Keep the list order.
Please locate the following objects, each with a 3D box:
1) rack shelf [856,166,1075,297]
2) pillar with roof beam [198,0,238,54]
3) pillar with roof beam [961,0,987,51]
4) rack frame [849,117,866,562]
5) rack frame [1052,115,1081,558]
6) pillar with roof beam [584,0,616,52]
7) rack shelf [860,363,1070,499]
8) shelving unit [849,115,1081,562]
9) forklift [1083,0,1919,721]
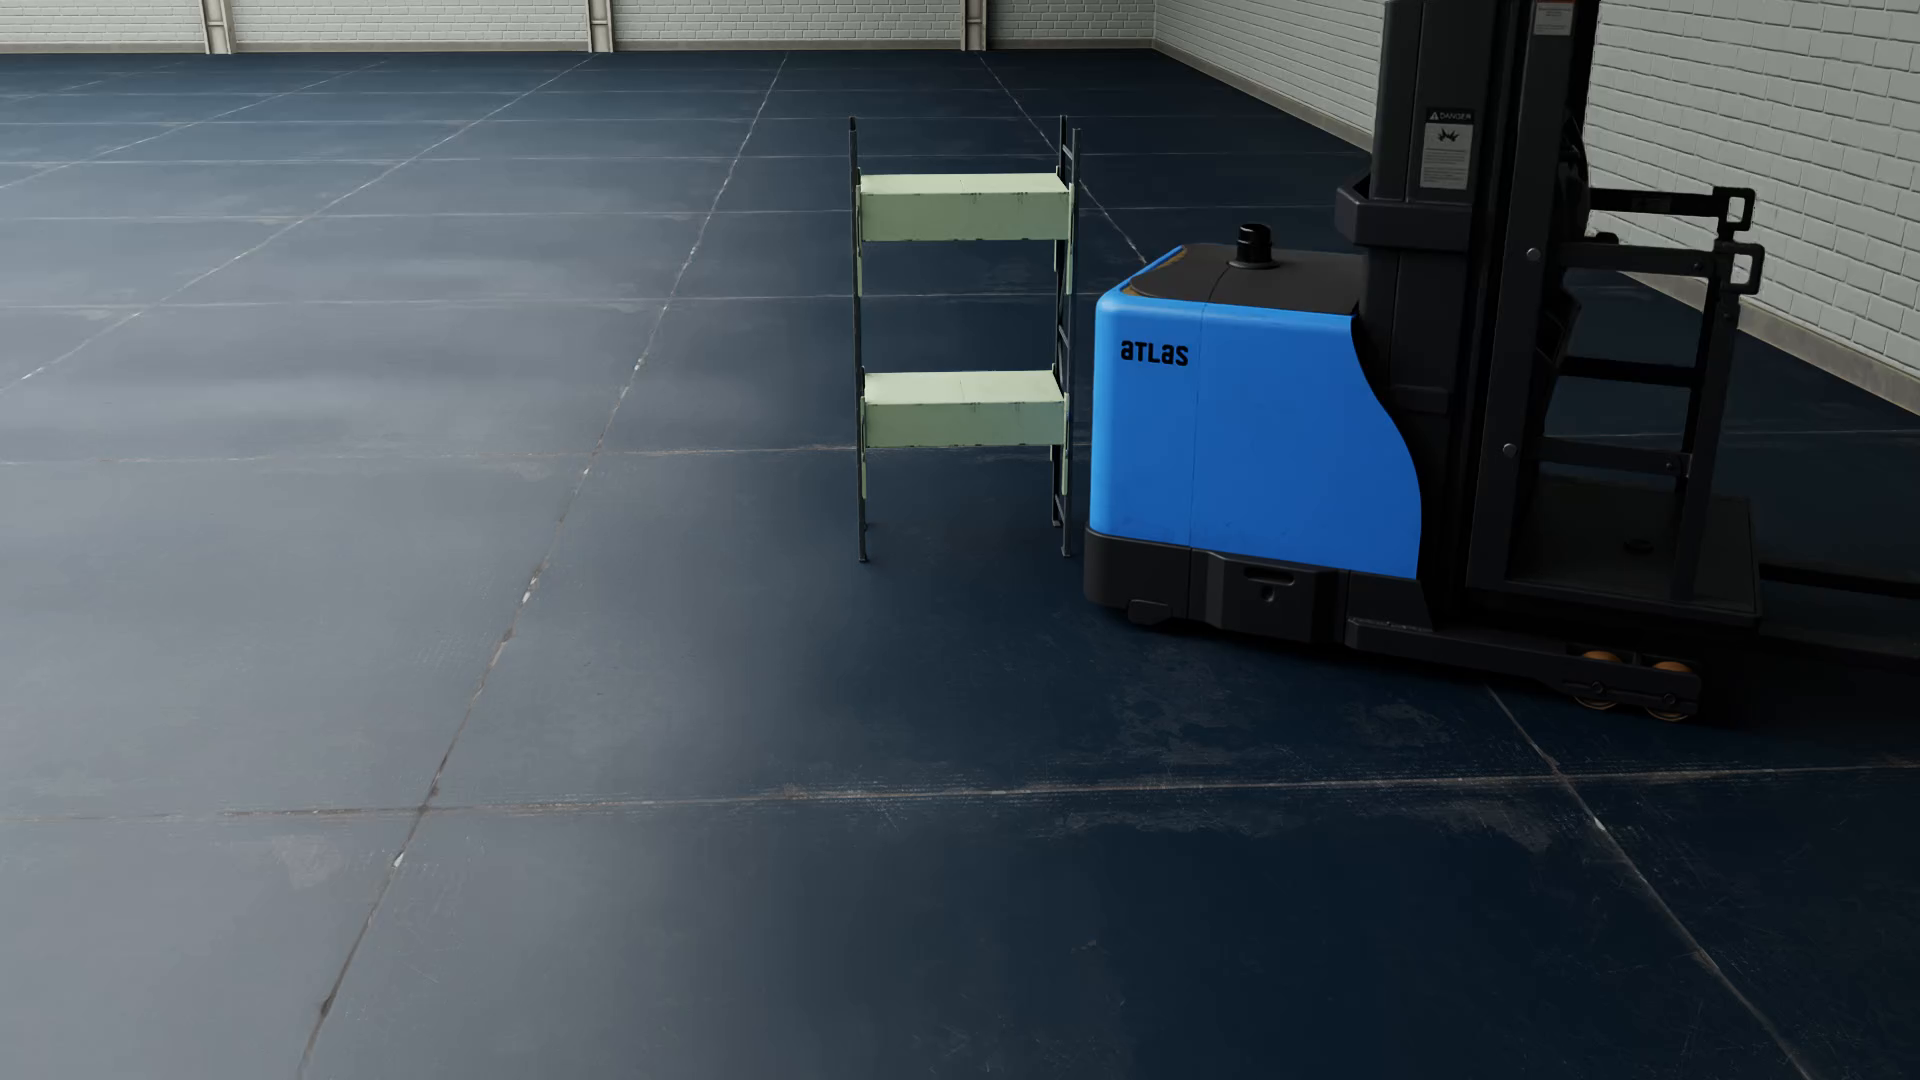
[{"bbox_3d":[0.007,-1.066,5.716,0.720,0.370,0.431,-1,21,-3],"label":"rack shelf"},{"bbox_3d":[-11.515,-10.437,20.887,0.400,9.000,9.100,-1,21,-3],"label":"pillar with roof beam"},{"bbox_3d":[0.466,-10.680,21.527,0.400,9.000,9.100,-1,21,-3],"label":"pillar with roof beam"},{"bbox_3d":[-0.359,-0.694,5.835,0.023,1.500,0.400,-1,21,-3],"label":"rack frame"},{"bbox_3d":[0.372,-0.708,5.874,0.023,1.500,0.400,-1,21,-3],"label":"rack frame"},{"bbox_3d":[-5.524,-10.559,21.207,0.400,9.000,9.100,-1,21,-3],"label":"pillar with roof beam"},{"bbox_3d":[0.007,-0.396,5.970,0.720,0.370,0.431,-1,21,-3],"label":"rack shelf"},{"bbox_3d":[0.007,-0.701,5.854,0.755,1.500,0.431,-1,21,-3],"label":"shelving unit"},{"bbox_3d":[1.970,-1.066,4.801,3.031,2.935,1.130,9,22,21],"label":"forklift"}]
